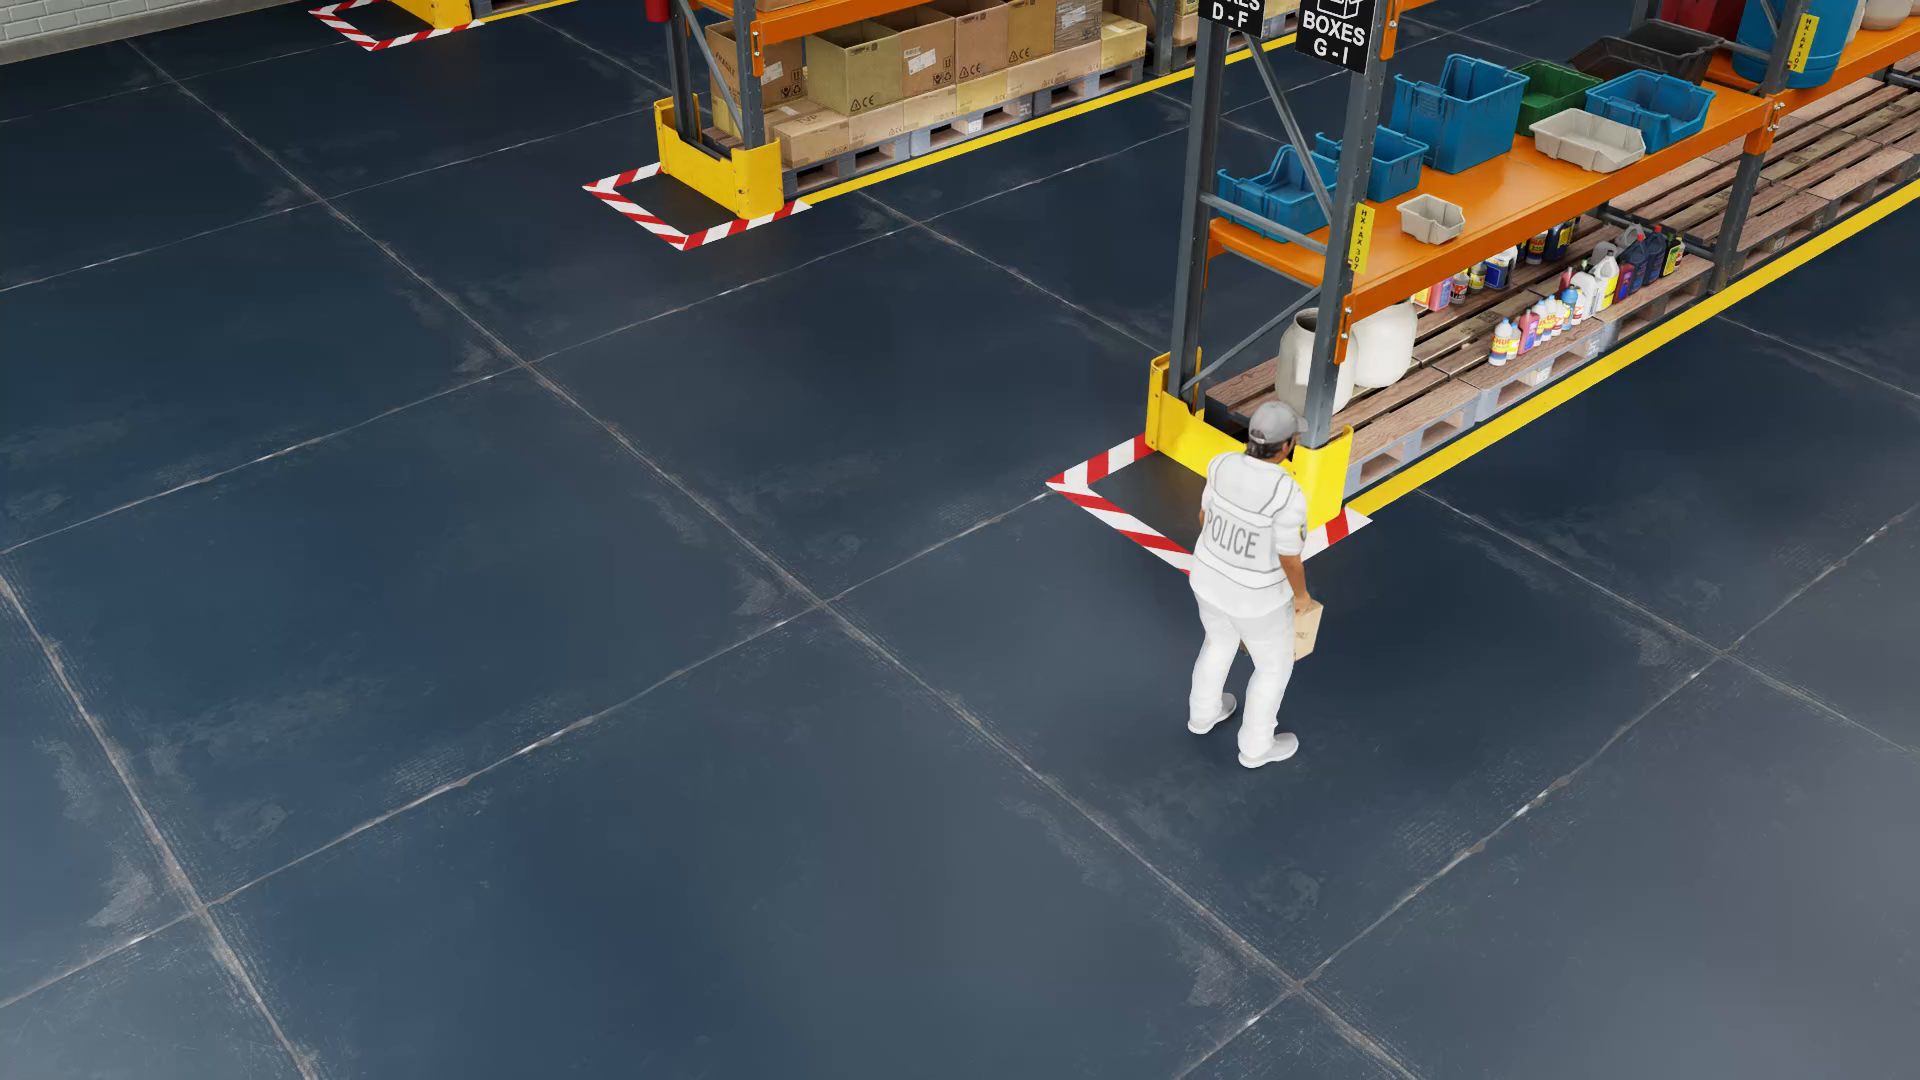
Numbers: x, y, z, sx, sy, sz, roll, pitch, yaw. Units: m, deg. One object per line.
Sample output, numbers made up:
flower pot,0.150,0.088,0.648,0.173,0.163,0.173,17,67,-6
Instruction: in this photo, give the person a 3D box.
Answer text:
person,1.196,0.183,6.818,0.451,1.668,0.532,-28,44,-33
